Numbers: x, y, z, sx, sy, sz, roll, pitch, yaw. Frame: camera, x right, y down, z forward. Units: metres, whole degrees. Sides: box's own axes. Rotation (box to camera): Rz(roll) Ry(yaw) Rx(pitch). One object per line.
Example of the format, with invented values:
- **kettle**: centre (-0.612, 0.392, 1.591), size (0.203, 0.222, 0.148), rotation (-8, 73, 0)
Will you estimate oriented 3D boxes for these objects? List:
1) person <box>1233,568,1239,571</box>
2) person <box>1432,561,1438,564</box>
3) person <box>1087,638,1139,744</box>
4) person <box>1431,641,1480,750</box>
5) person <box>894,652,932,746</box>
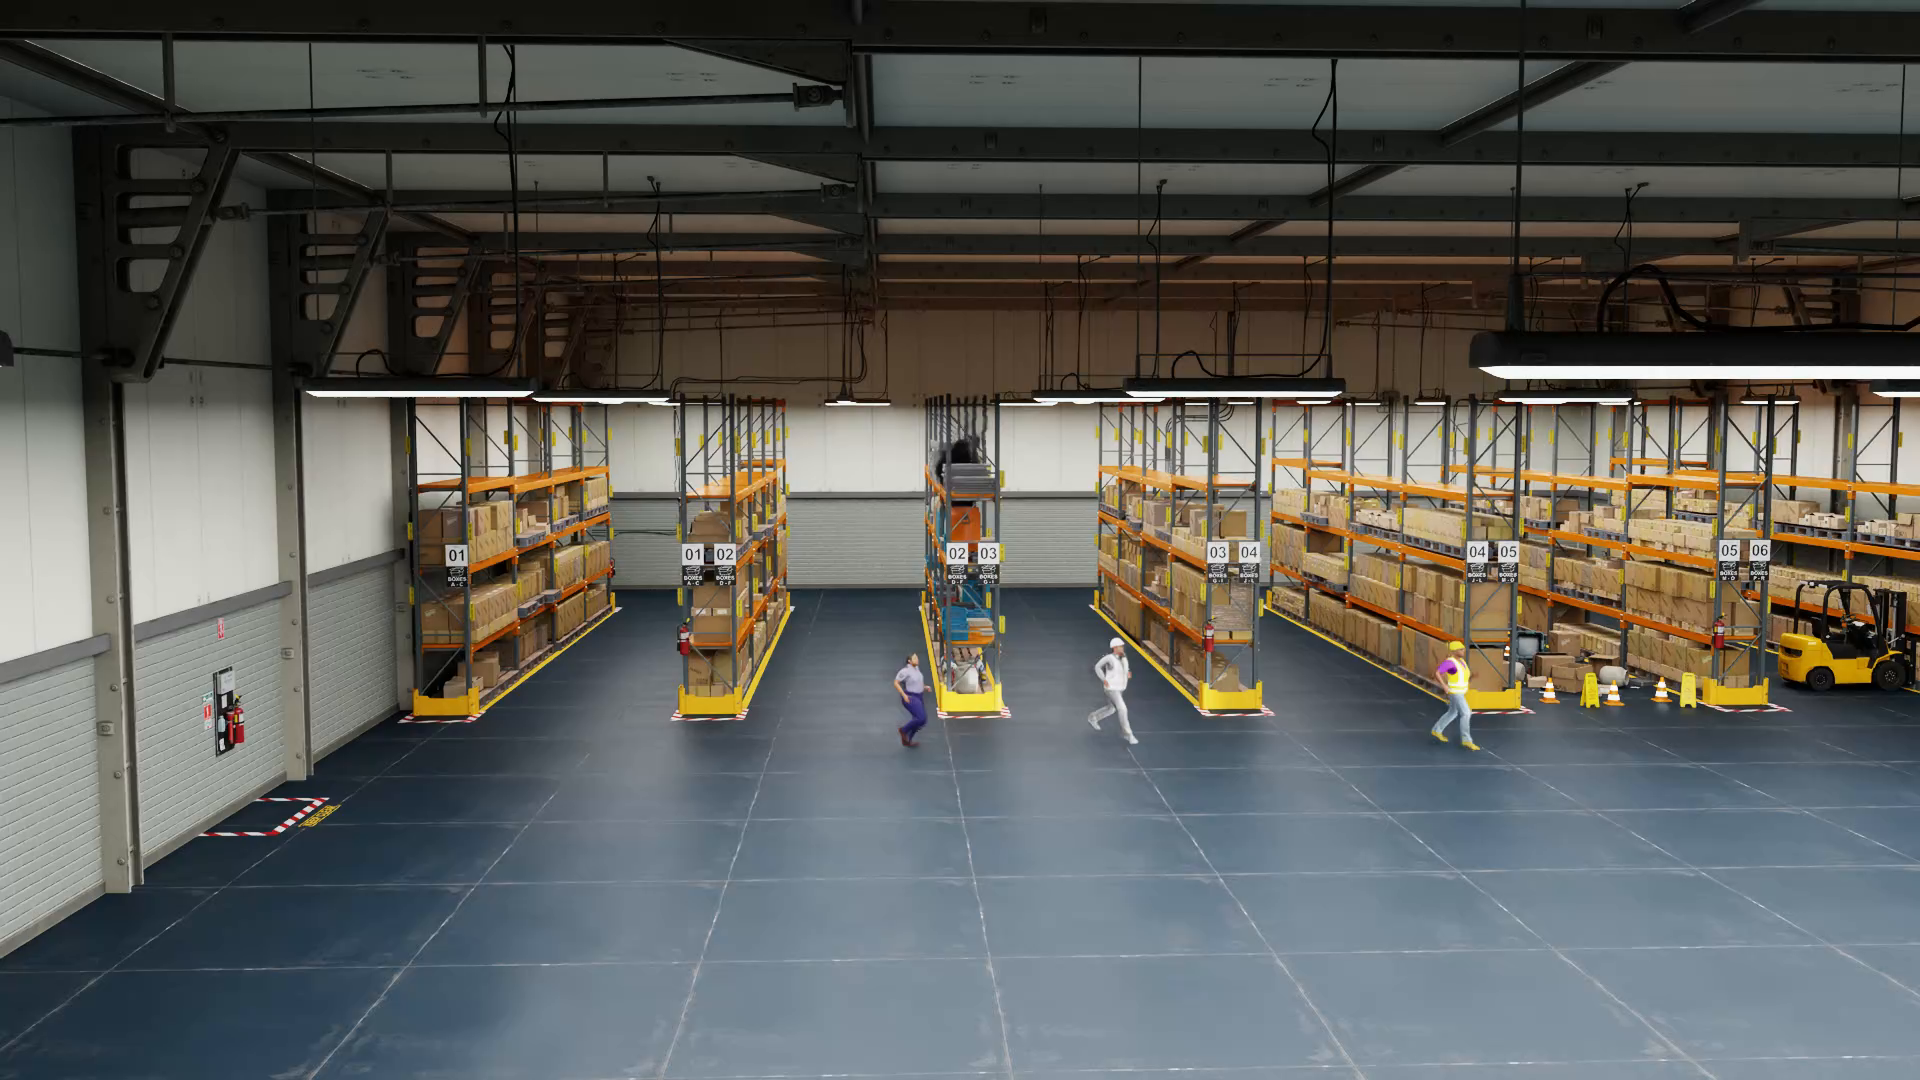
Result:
- **person**: centre (7.677, 1.254, 46.389), size (0.644, 1.653, 0.685), rotation (0, 5, 4)
- **person**: centre (14.122, 0.962, 49.491), size (0.589, 1.724, 0.769), rotation (3, 5, 31)
- **person**: centre (2.655, 2.583, 28.741), size (1.081, 1.812, 0.613), rotation (3, 5, 34)
- **person**: centre (8.389, 2.603, 28.093), size (0.880, 1.795, 0.686), rotation (3, 5, 33)
- **person**: centre (-0.753, 2.698, 28.112), size (0.559, 1.599, 0.604), rotation (2, 5, 23)
